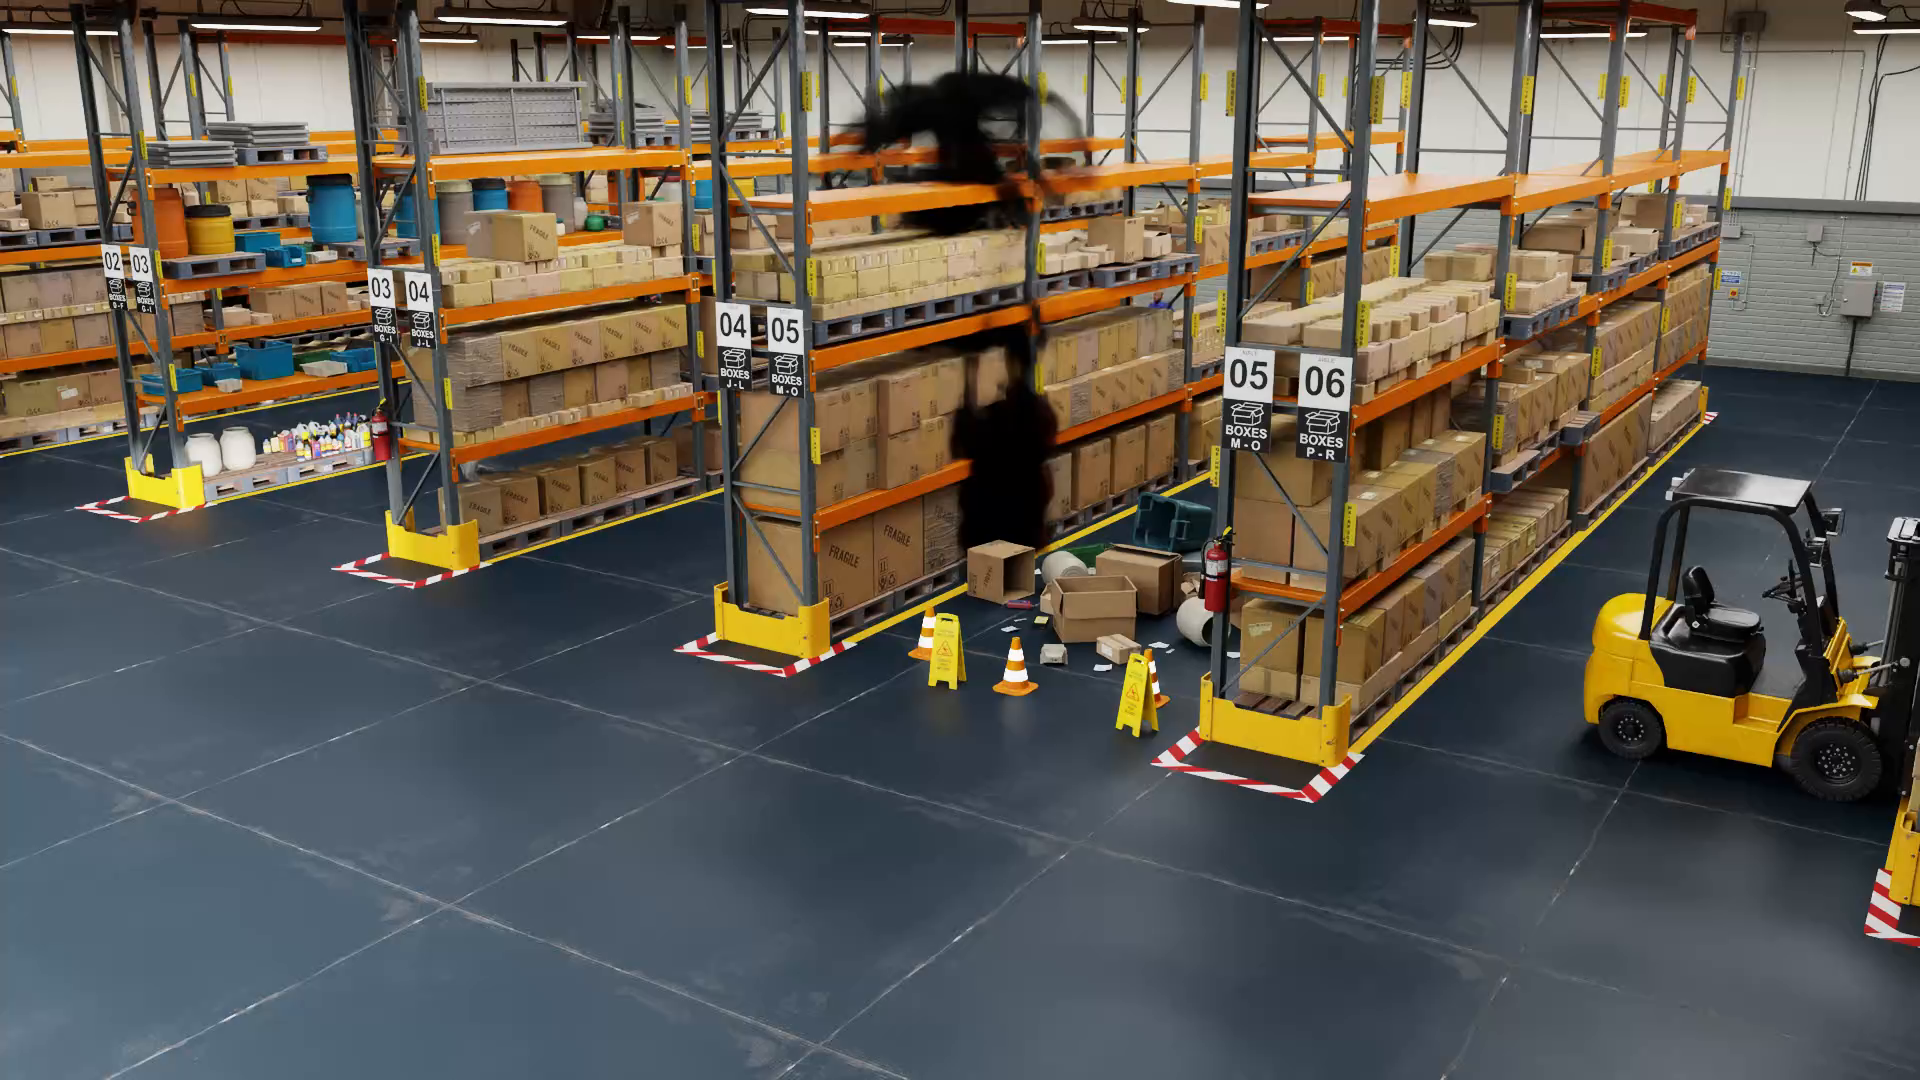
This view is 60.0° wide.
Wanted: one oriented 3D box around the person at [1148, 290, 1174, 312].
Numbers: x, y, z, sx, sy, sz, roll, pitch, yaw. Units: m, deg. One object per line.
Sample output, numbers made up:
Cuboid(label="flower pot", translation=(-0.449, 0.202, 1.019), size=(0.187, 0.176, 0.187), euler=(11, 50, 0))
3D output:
Cuboid(label="person", translation=(3.490, -3.579, 29.137), size=(0.596, 1.618, 0.620), euler=(9, 18, 30))

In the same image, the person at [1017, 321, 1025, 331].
Cuboid(label="person", translation=(0.889, -2.134, 22.624), size=(0.666, 1.752, 0.596), euler=(9, 18, 29))

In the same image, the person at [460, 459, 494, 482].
Cuboid(label="person", translation=(-6.000, -1.238, 20.636), size=(0.617, 1.666, 0.639), euler=(7, 17, 24))
